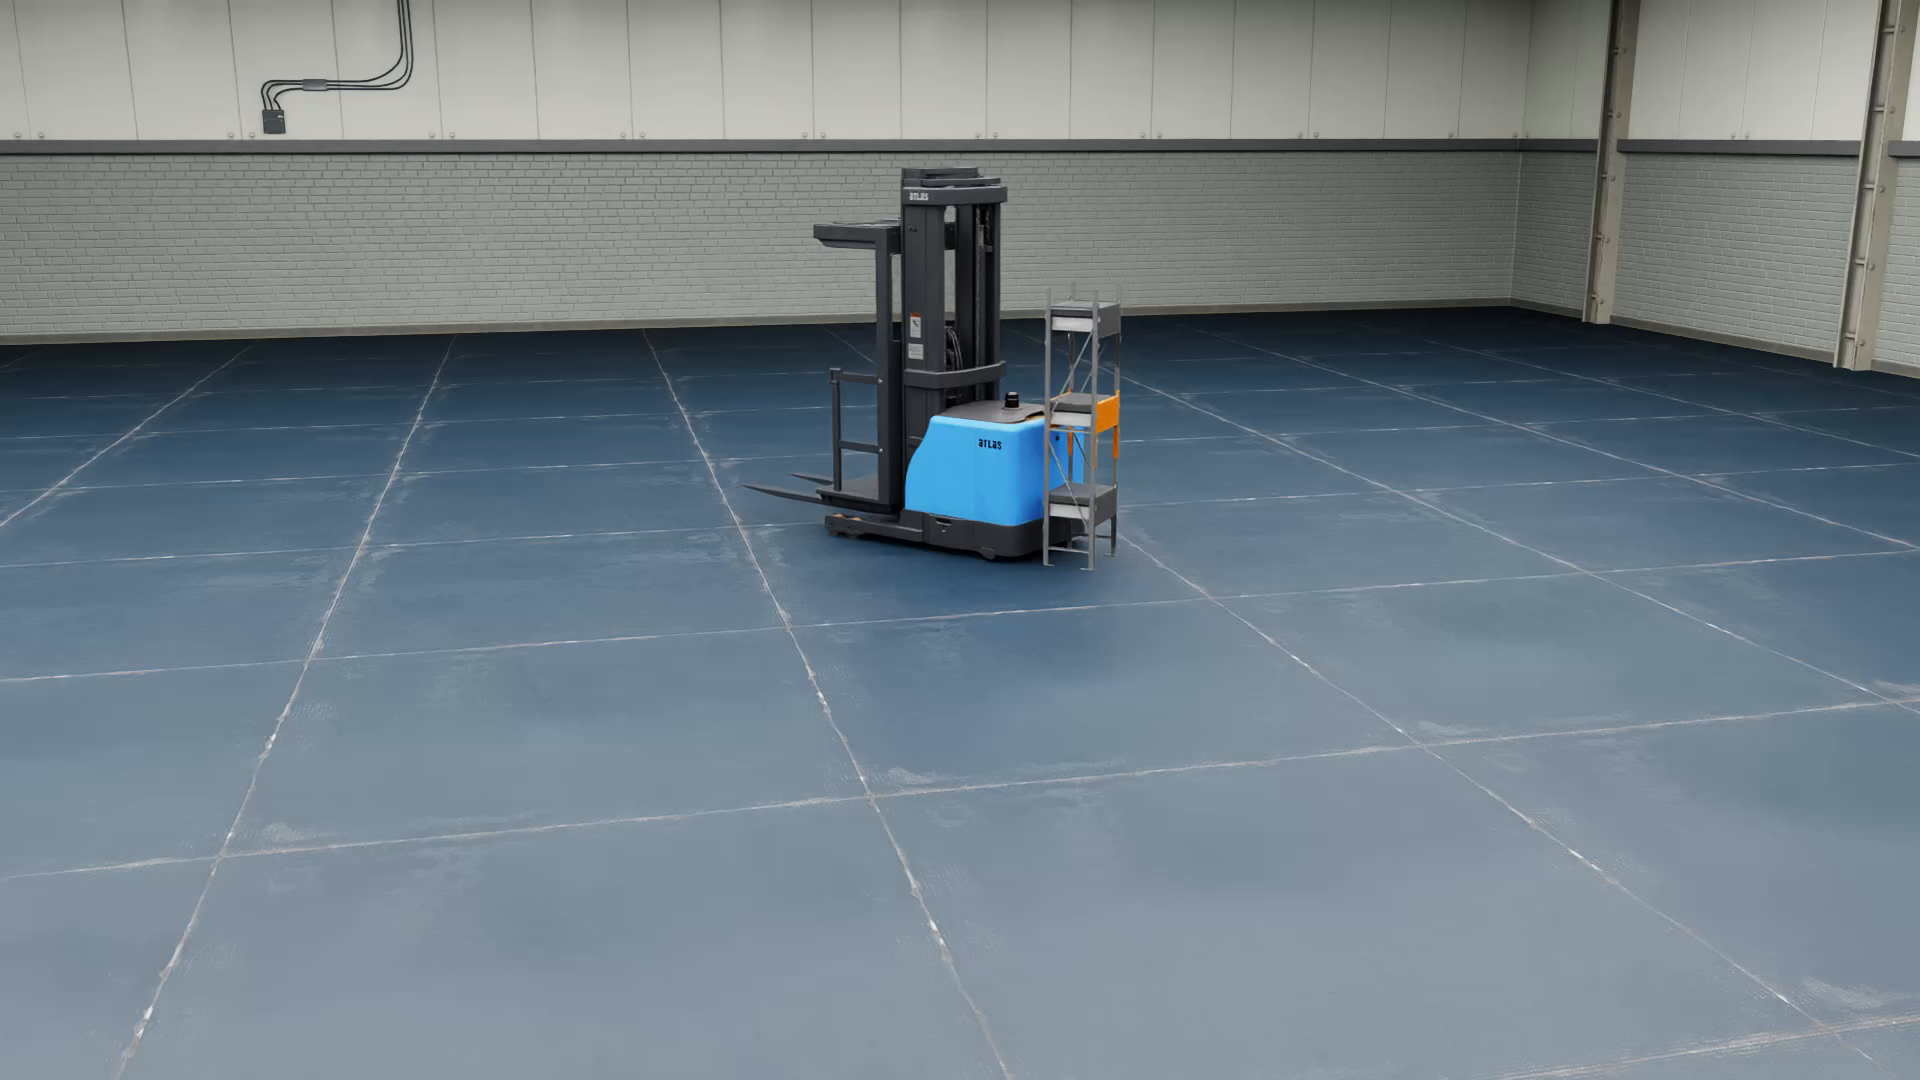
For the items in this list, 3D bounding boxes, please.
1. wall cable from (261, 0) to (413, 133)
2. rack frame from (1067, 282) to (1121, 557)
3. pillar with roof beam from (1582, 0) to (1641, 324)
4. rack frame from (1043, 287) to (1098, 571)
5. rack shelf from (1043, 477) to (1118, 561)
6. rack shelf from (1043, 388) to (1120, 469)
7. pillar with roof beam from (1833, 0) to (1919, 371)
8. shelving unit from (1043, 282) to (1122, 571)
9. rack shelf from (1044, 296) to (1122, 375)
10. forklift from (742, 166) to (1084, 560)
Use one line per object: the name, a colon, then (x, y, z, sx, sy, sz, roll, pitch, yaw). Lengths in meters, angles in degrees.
wall cable: (-9.729, -9.329, 25.486, 2.305, 6.003, 0.169, -3, 14, -13)
rack frame: (1.022, -0.911, 12.727, 0.400, 2.100, 0.015, 6, 15, 24)
pillar with roof beam: (6.881, -7.914, 26.860, 9.100, 9.000, 0.400, -3, 14, -13)
rack frame: (0.815, -0.805, 12.298, 0.400, 2.100, 0.015, 6, 15, 24)
rack shelf: (0.920, -0.165, 12.682, 0.431, 0.518, 0.480, 6, 15, 24)
rack shelf: (0.919, -0.845, 12.516, 0.431, 0.518, 0.480, 6, 15, 24)
pillar with roof beam: (8.290, -6.530, 21.195, 9.100, 9.000, 0.400, -3, 14, -13)
shelving unit: (0.919, -0.858, 12.513, 0.431, 2.100, 0.503, 6, 15, 24)
rack shelf: (0.917, -1.525, 12.350, 0.431, 0.518, 0.480, 6, 15, 24)
forklift: (-0.485, -1.532, 13.521, 3.031, 2.935, 1.130, 10, 17, 36)
